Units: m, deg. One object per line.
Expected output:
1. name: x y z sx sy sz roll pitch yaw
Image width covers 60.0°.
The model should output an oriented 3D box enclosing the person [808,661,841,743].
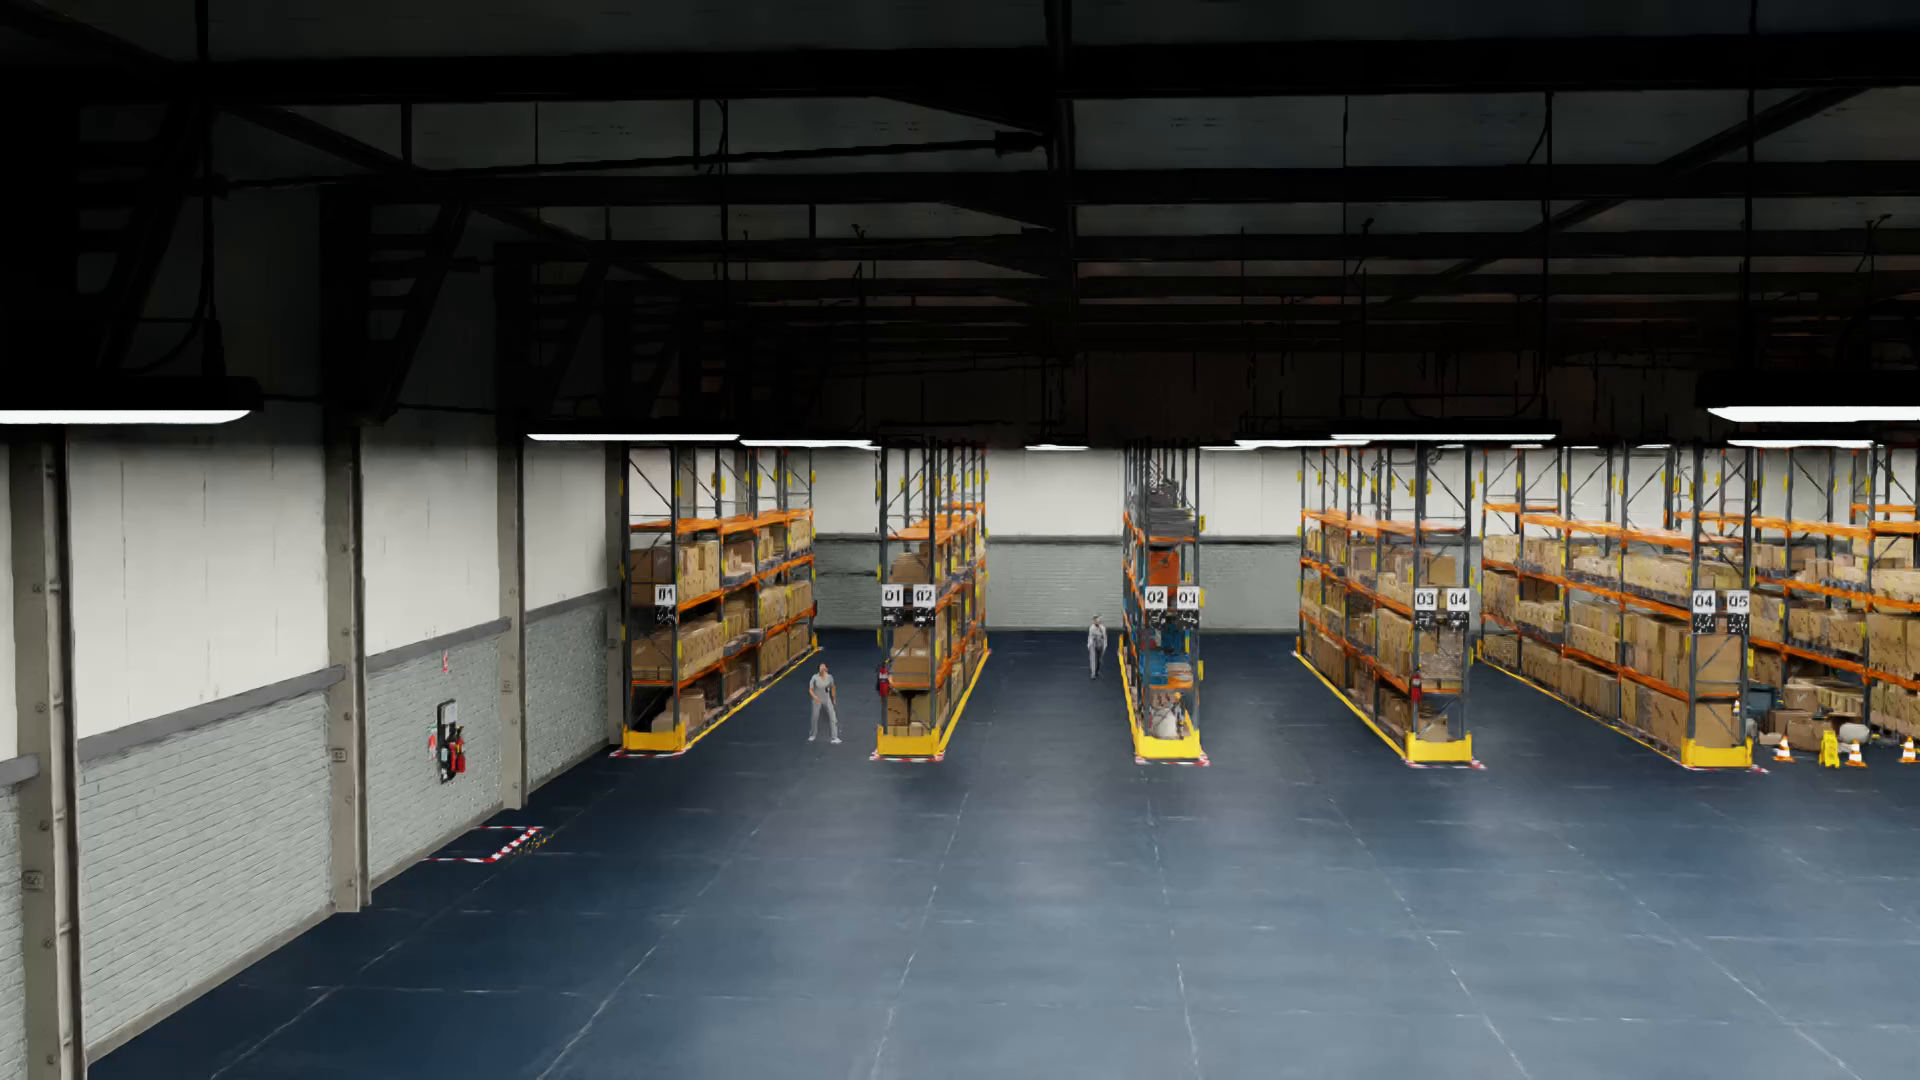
1. person: -2.688 3.163 32.631 0.609 1.601 0.817 -1 3 -12

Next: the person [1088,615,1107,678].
1. person: 3.473 2.660 41.947 0.489 1.588 1.075 0 3 3

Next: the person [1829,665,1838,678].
1. person: 21.891 2.569 42.003 0.559 1.784 0.666 2 3 29

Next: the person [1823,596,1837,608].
1. person: 24.881 2.369 47.518 0.688 1.633 0.518 -1 3 -23
